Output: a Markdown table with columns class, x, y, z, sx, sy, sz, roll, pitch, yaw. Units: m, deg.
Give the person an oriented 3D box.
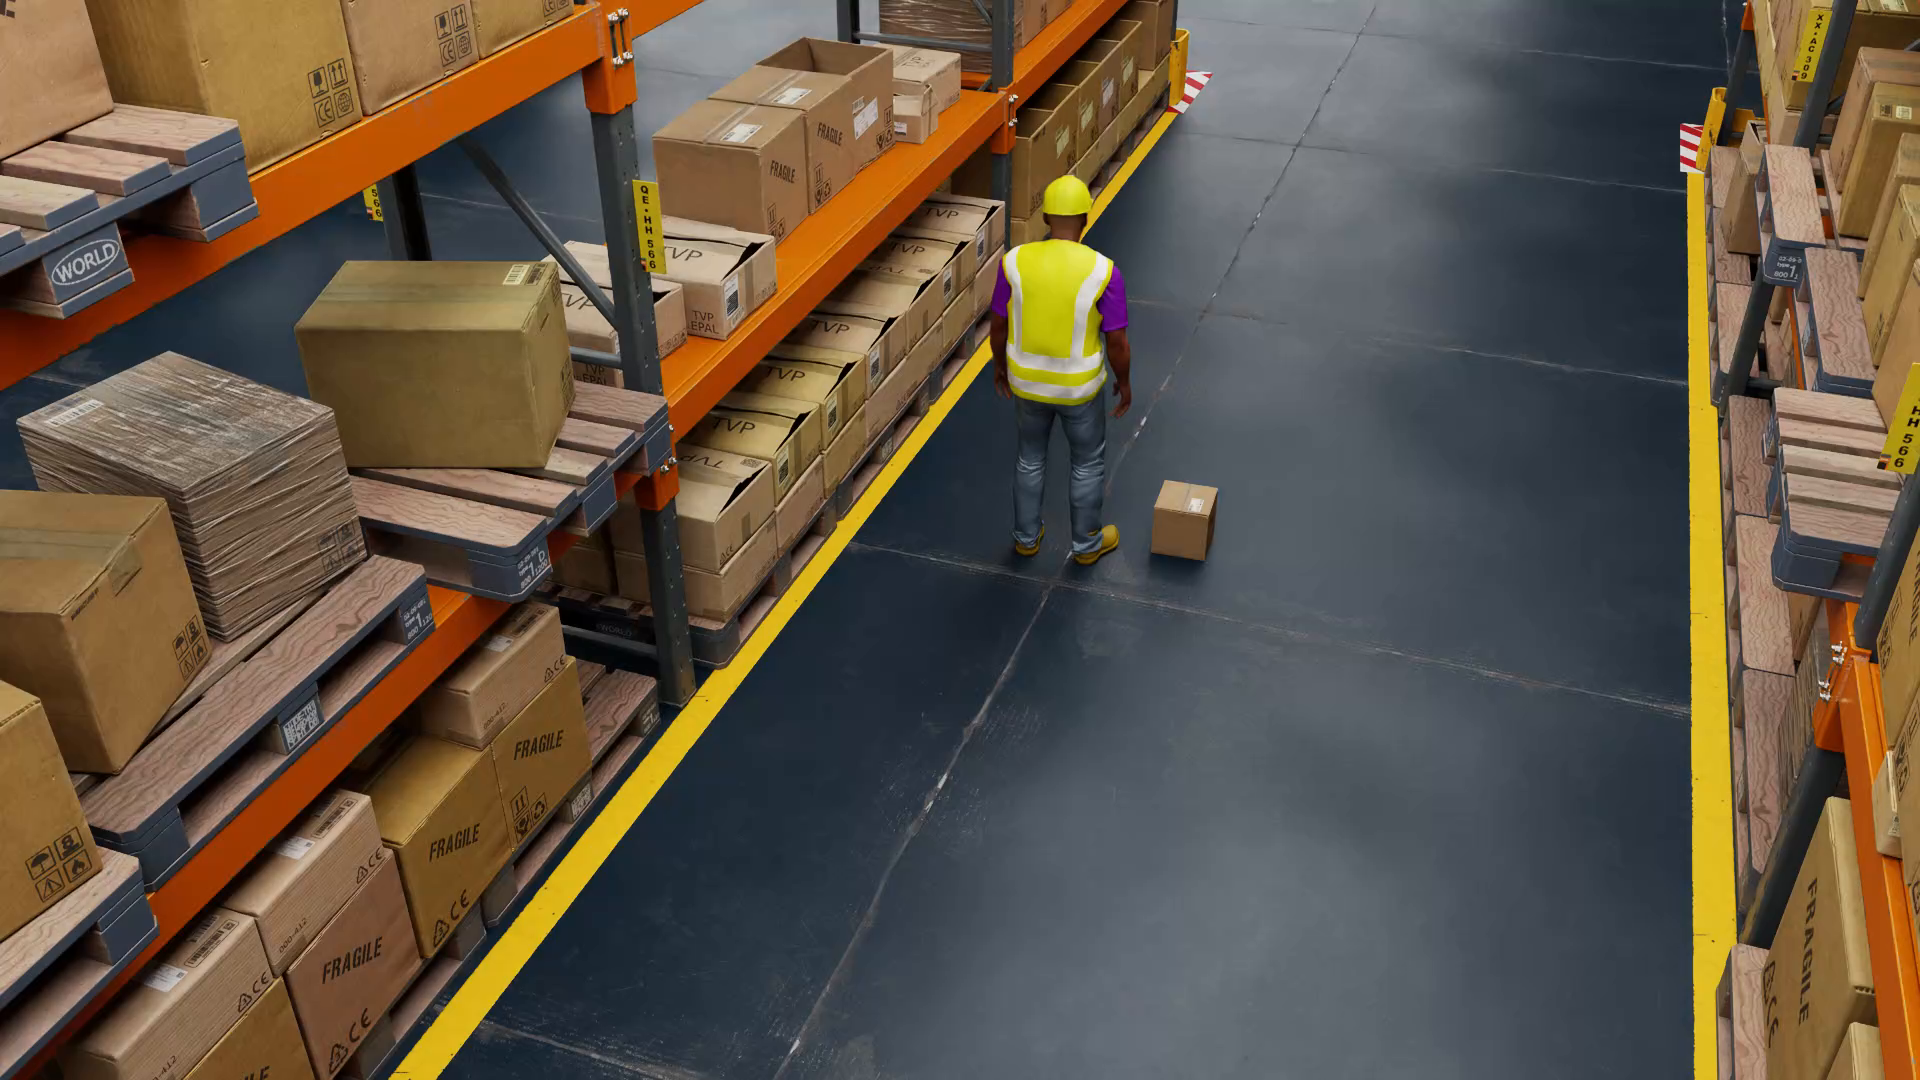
| class | x | y | z | sx | sy | sz | roll | pitch | yaw |
| --- | --- | --- | --- | --- | --- | --- | --- | --- | --- |
| person | 0.438 | -0.710 | 7.212 | 0.627 | 1.761 | 0.456 | 11 | 35 | 17 |
